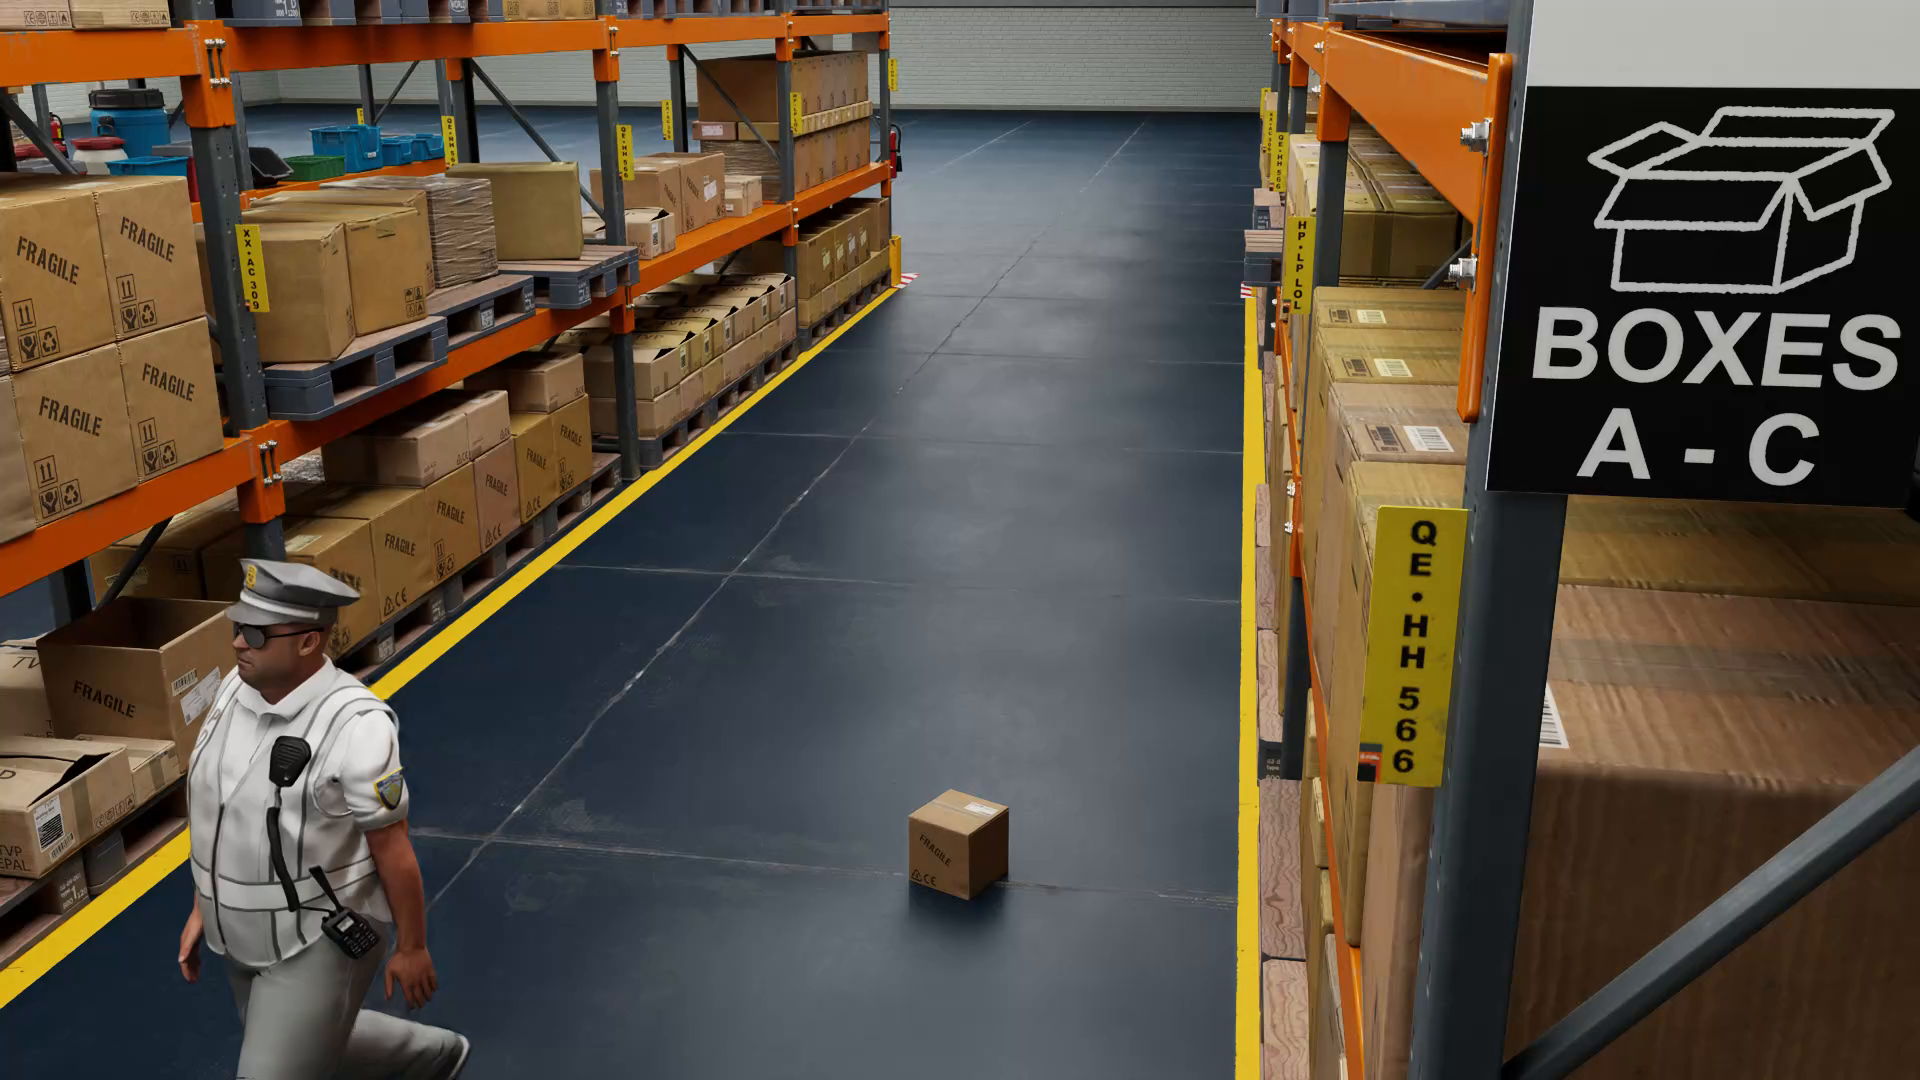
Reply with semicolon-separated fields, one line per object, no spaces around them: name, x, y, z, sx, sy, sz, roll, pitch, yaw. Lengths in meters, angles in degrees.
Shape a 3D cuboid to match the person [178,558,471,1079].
person;-1.509;0.857;3.817;0.558;1.731;0.967;12;21;32
